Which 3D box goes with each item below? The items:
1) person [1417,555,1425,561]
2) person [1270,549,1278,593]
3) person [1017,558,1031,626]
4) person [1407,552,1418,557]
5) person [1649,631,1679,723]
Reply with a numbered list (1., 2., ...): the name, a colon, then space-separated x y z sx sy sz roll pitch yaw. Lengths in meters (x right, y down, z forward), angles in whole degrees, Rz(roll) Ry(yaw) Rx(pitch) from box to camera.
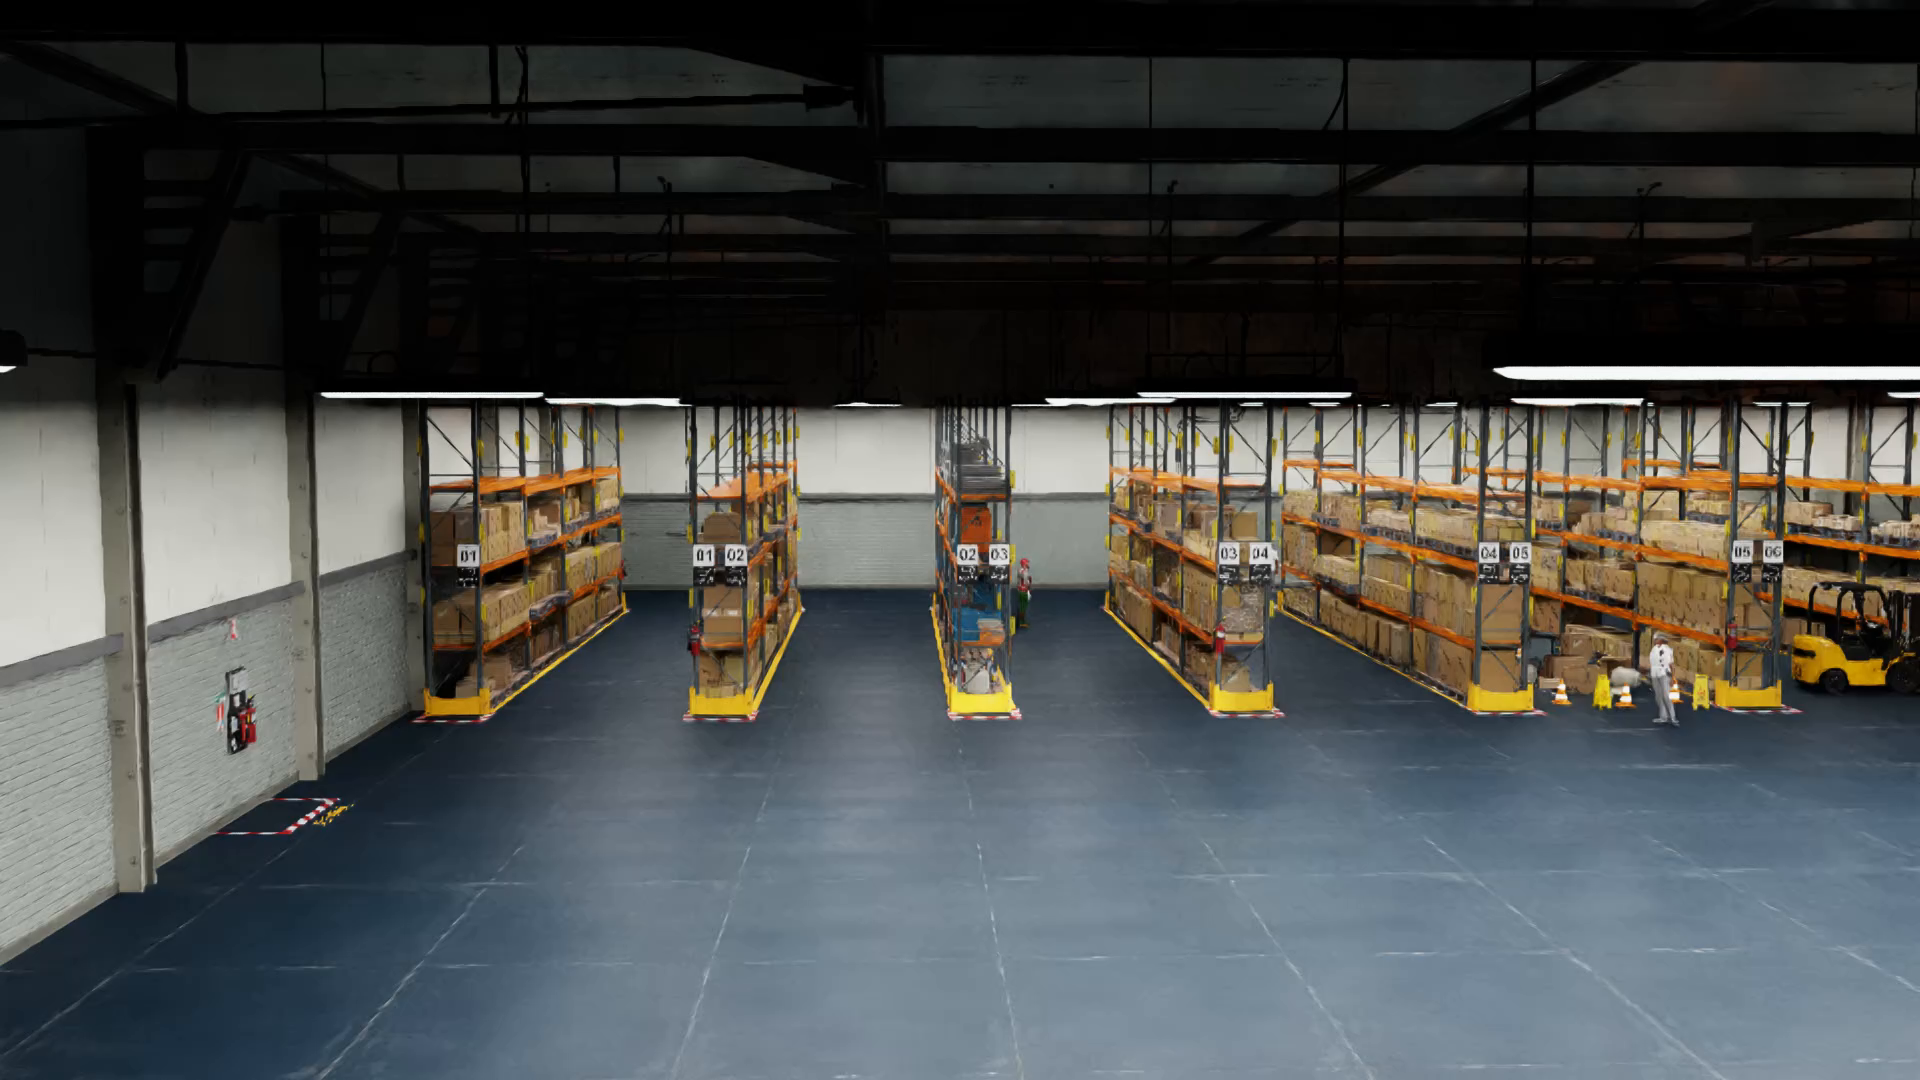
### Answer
1. person: 12.500 1.269 45.210 0.557 1.764 0.651 1 5 17
2. person: 9.487 0.853 51.143 0.616 1.712 0.970 1 5 18
3. person: 1.702 1.364 43.841 0.396 1.783 0.655 -1 5 -16
4. person: 14.183 0.765 51.871 0.624 1.782 0.579 -3 6 -36
5. person: 12.821 2.500 30.278 0.407 1.667 0.571 -2 5 -27
